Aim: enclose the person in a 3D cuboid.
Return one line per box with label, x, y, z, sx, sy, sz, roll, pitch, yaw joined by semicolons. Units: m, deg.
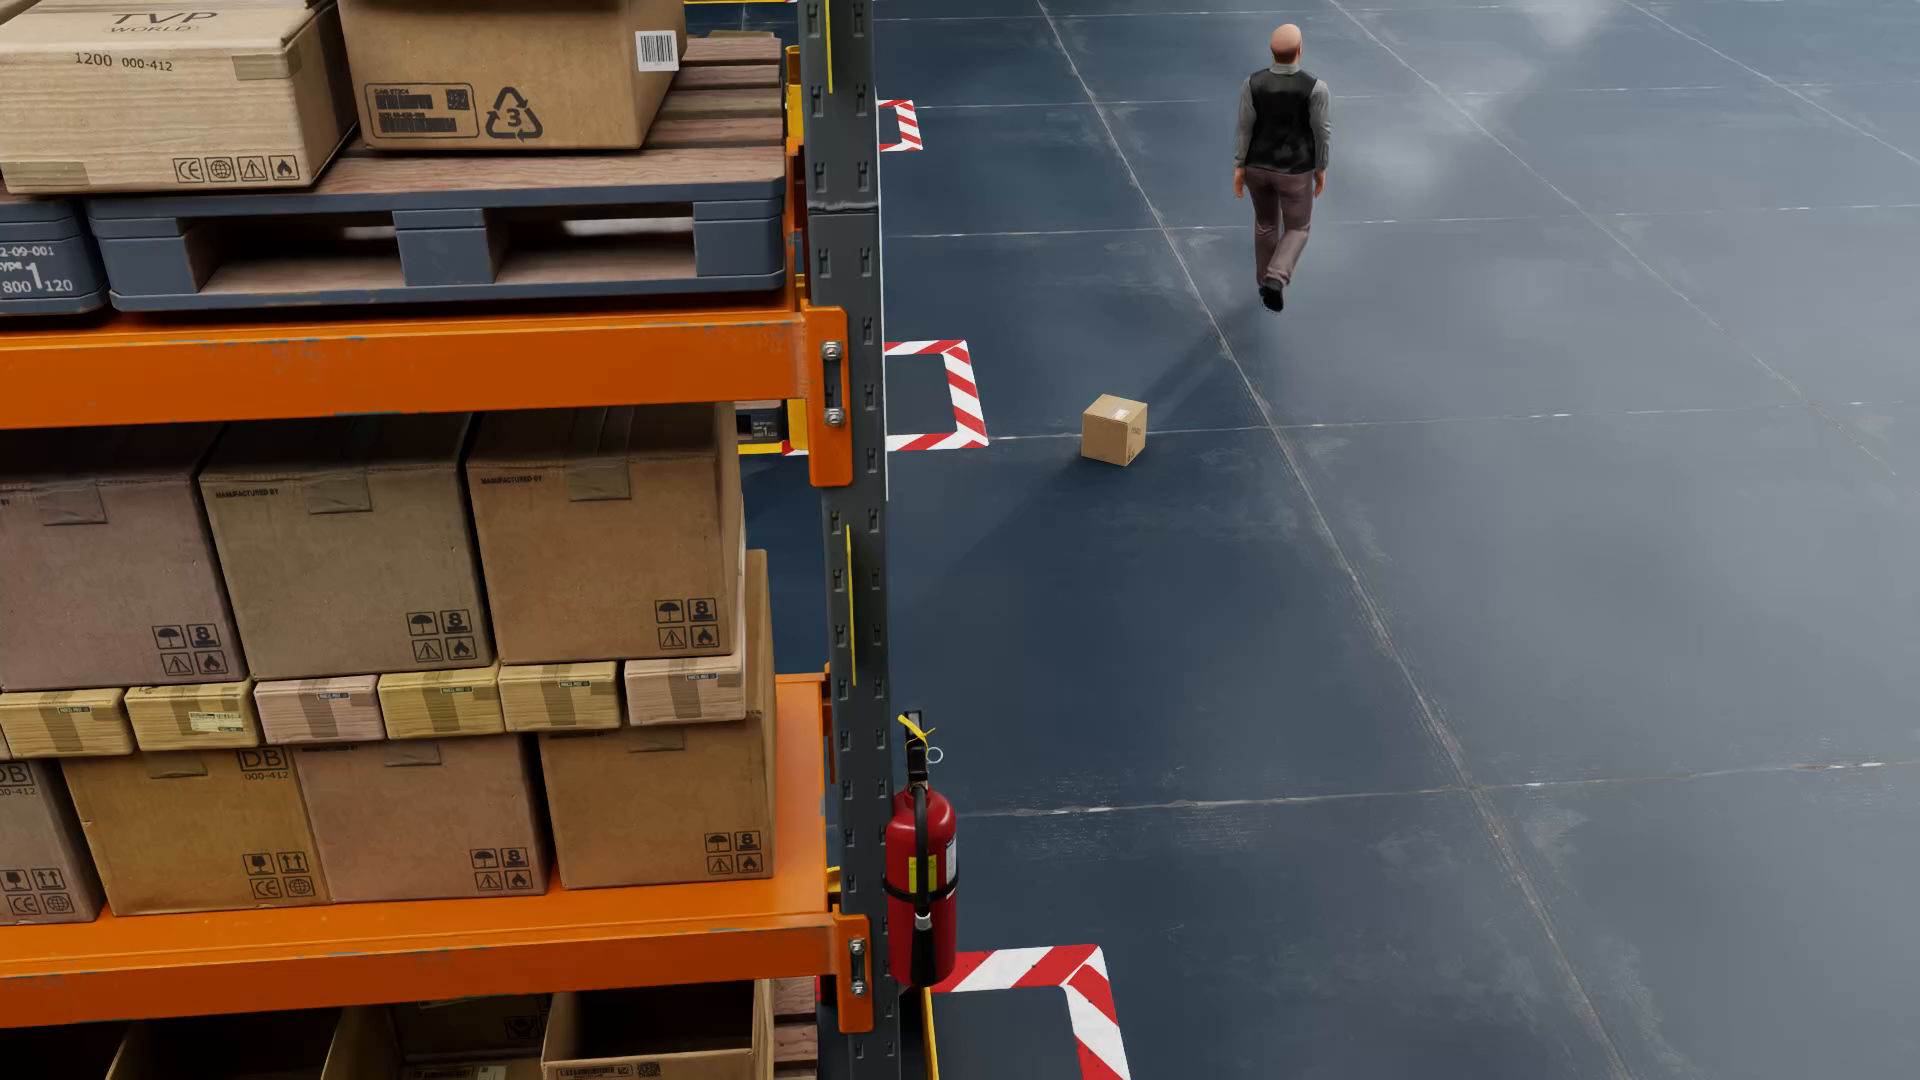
person;1.882;-2.171;9.778;0.545;1.692;0.812;14;34;22
